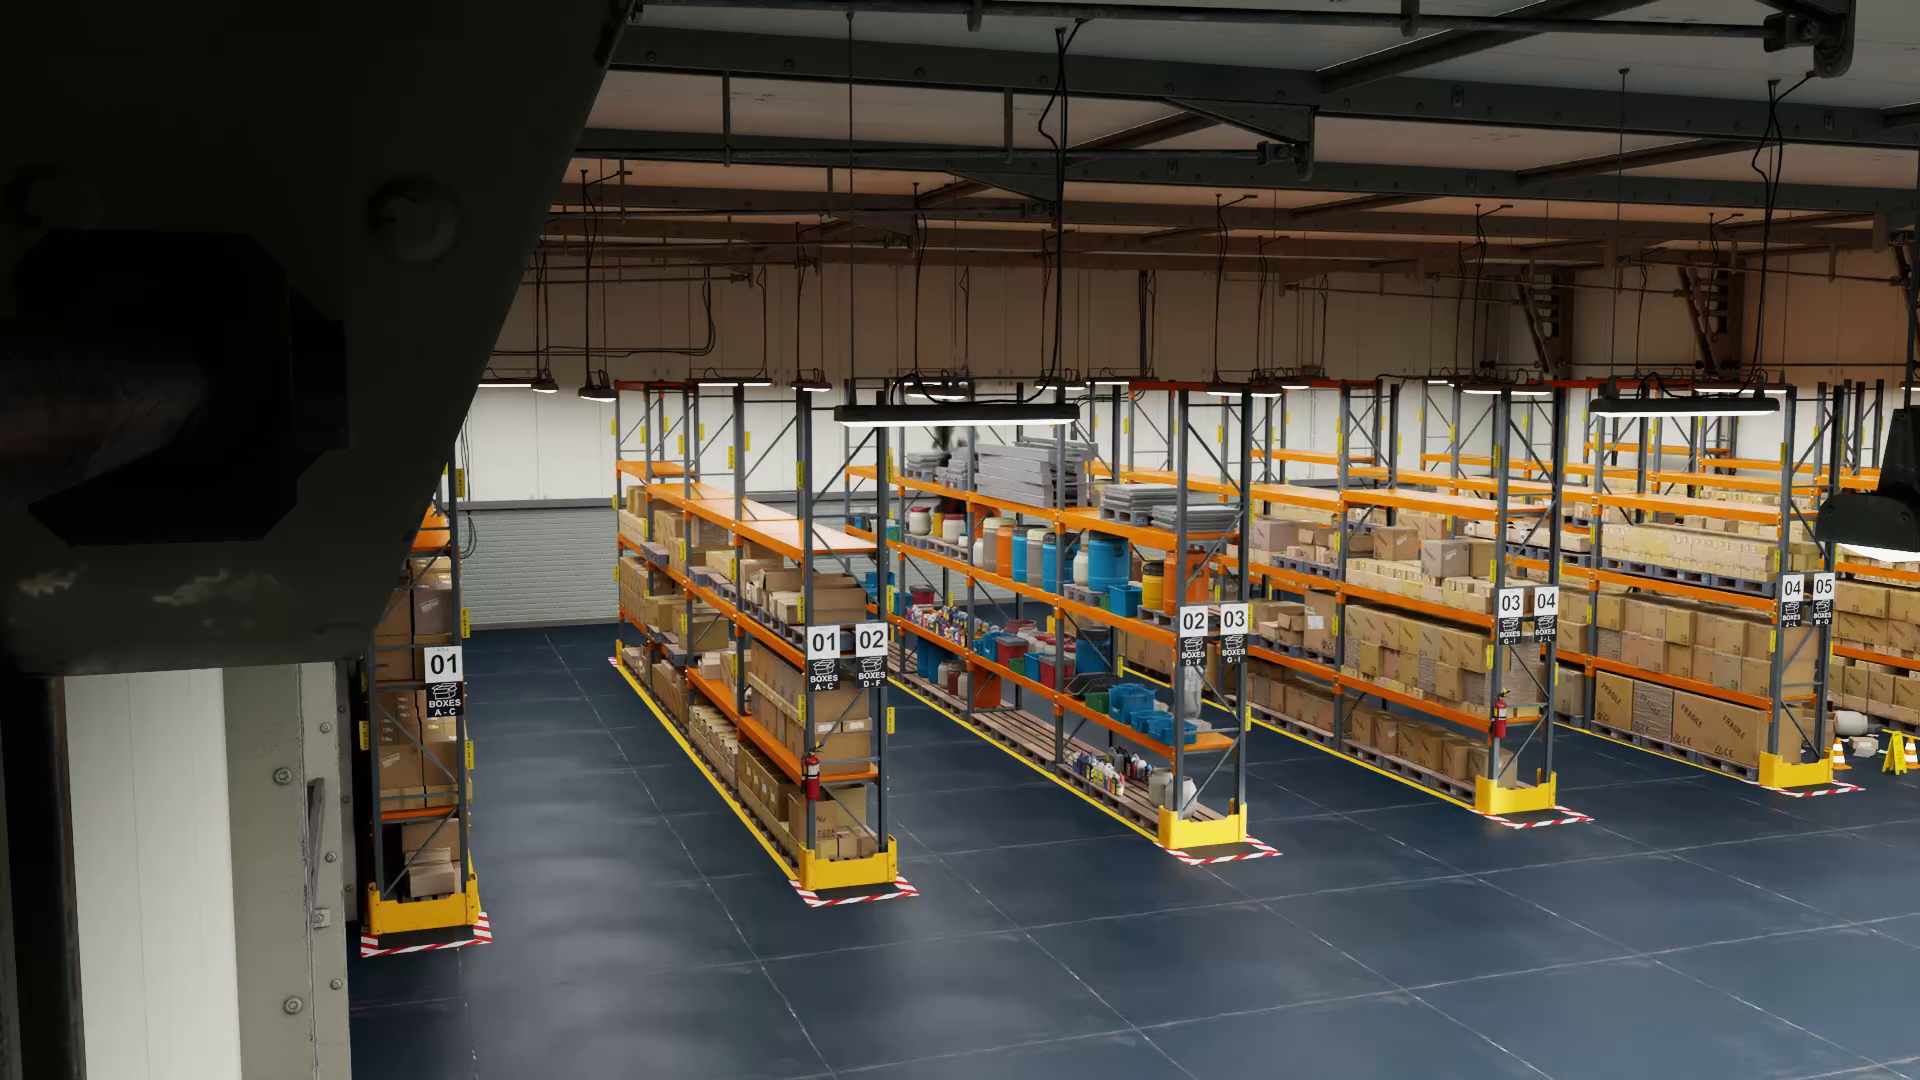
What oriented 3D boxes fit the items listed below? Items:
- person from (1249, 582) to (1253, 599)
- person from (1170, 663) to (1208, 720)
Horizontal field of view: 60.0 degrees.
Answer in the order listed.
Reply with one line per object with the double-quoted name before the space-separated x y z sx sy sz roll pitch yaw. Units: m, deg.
"person" 7.132 1.177 41.480 0.666 1.625 0.689 1 6 13
"person" 3.941 2.560 28.257 0.645 1.620 0.624 -3 7 -27
